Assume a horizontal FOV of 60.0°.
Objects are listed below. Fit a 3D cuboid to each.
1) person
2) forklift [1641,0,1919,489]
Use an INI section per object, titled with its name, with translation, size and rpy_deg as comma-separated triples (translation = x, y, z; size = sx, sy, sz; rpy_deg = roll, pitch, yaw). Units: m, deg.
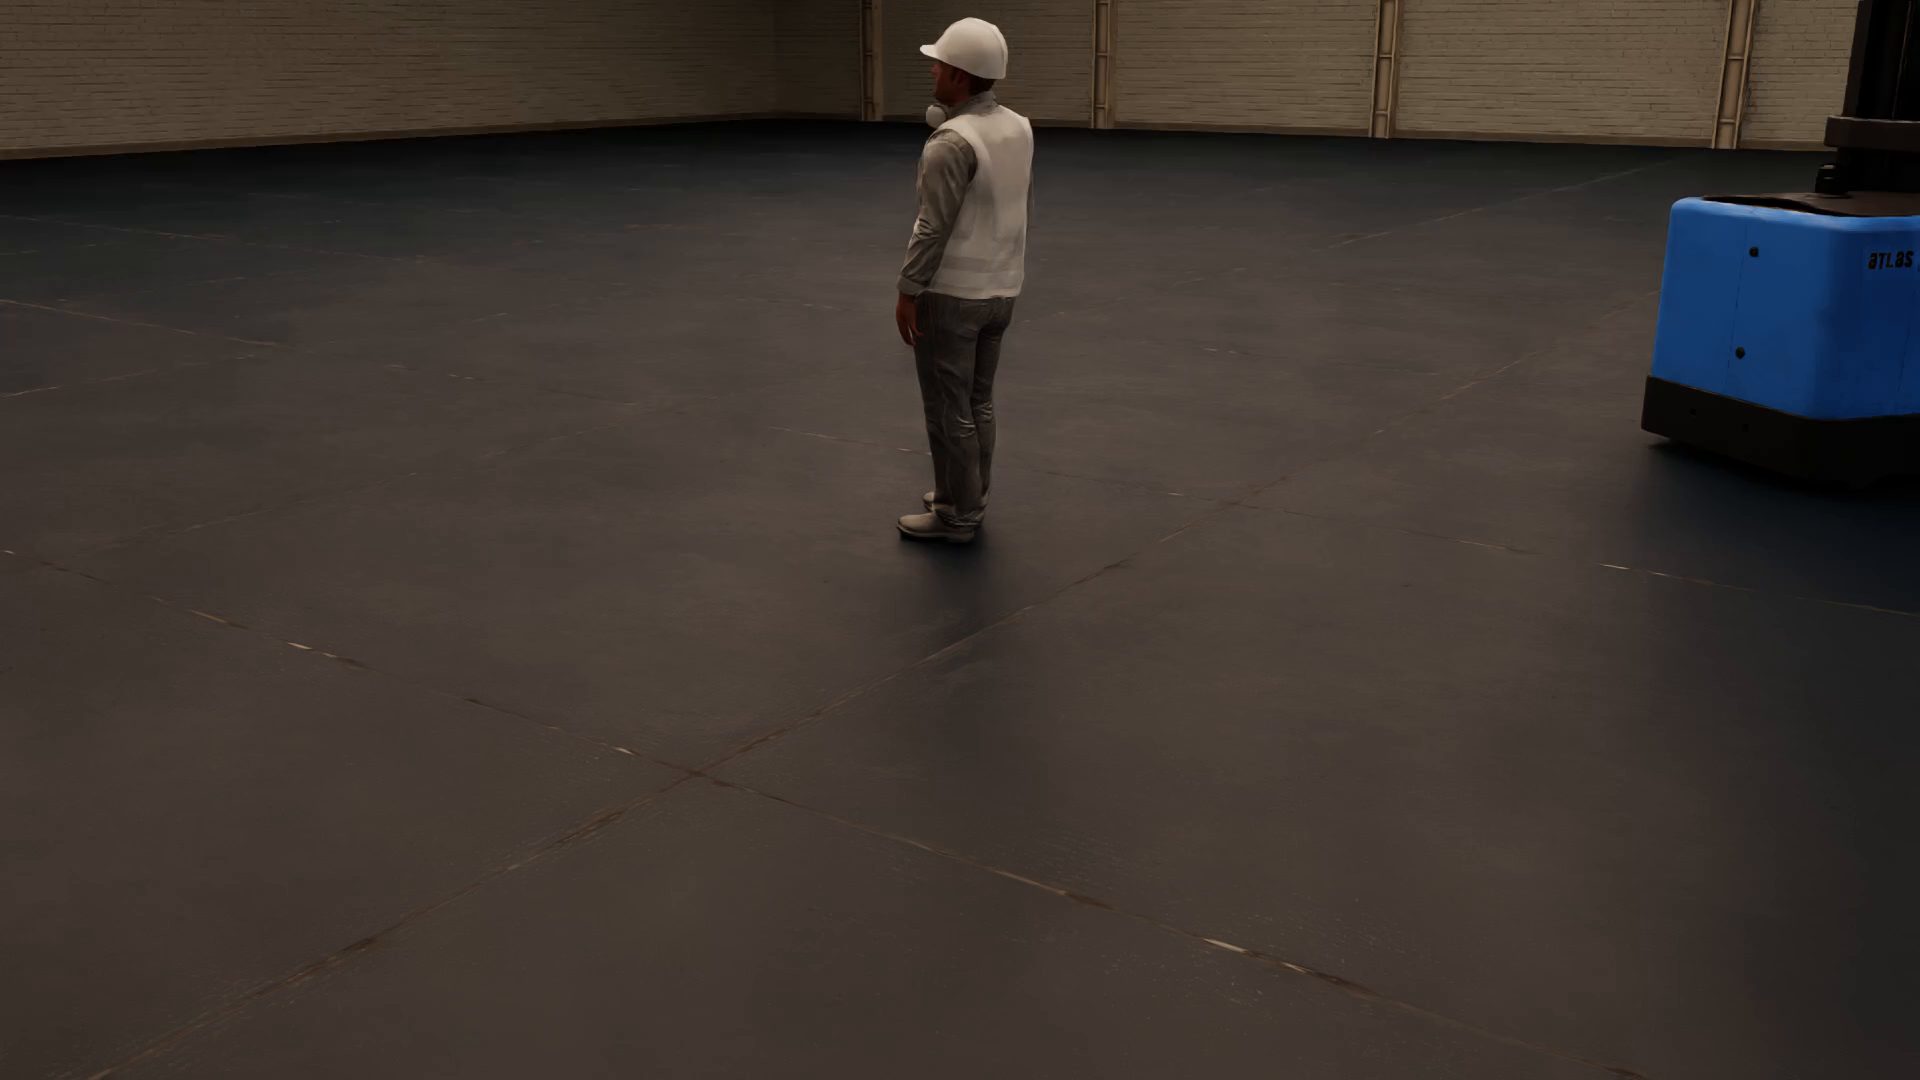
[person]
translation = -0.045, -0.870, 5.735
size = 0.566, 1.775, 0.625
rpy_deg = 11, 20, 33
[forklift]
translation = 4.582, -1.830, 6.952
size = 3.031, 2.935, 1.130
rpy_deg = -5, 17, -17
